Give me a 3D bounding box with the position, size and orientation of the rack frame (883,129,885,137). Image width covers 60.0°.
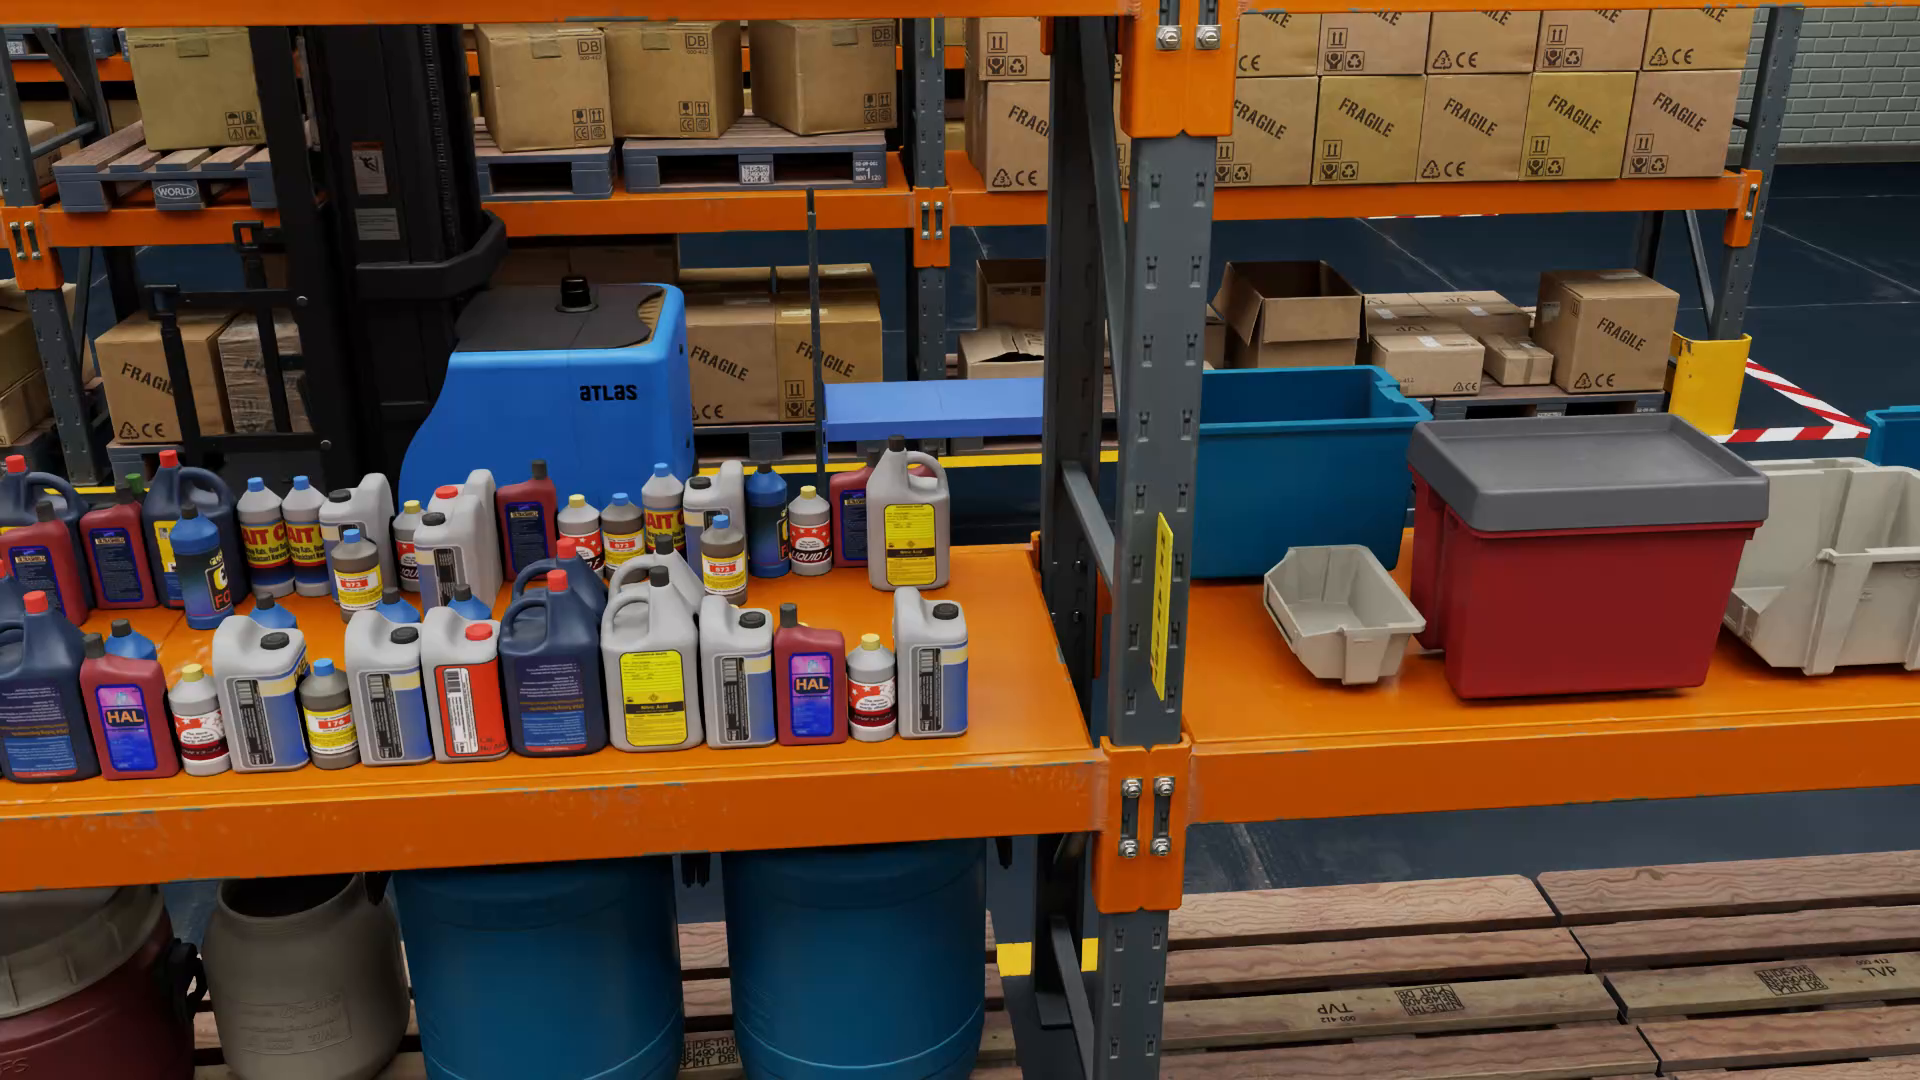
[{"bbox_3d":[-0.670,-3.981,12.513,0.127,3.000,1.000,-2,24,-5],"label":"rack frame"}]

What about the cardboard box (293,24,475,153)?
[{"bbox_3d":[-2.615,-2.087,7.612,0.500,0.500,0.700,2,24,5],"label":"cardboard box"}]

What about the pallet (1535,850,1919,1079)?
[{"bbox_3d":[2.249,1.203,4.284,1.213,0.211,1.003,-2,24,-5],"label":"pallet"}]

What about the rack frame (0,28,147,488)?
[{"bbox_3d":[-4.160,-1.819,7.650,0.127,3.000,1.000,-2,24,-5],"label":"rack frame"}]

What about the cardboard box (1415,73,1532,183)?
[{"bbox_3d":[2.370,-2.016,7.970,0.500,0.500,0.500,-2,24,-5],"label":"cardboard box"}]

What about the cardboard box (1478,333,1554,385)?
[{"bbox_3d":[2.873,-0.944,8.627,0.250,0.166,0.380,-2,24,-5],"label":"cardboard box"}]

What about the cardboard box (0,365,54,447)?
[{"bbox_3d":[-4.659,-0.635,7.854,0.500,0.250,0.500,-2,24,-4],"label":"cardboard box"}]

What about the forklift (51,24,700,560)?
[{"bbox_3d":[-2.635,-1.218,6.382,3.031,2.935,1.130,-2,24,-4],"label":"forklift"}]

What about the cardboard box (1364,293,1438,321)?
[{"bbox_3d":[2.238,-1.136,8.957,0.500,0.250,0.500,-2,24,-5],"label":"cardboard box"}]

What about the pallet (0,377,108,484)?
[{"bbox_3d":[-4.983,-0.528,8.178,1.213,0.211,1.003,-2,24,-5],"label":"pallet"}]

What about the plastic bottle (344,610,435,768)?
[{"bbox_3d":[-1.056,0.267,3.110,0.135,0.276,0.152,-2,24,-5],"label":"plastic bottle"}]

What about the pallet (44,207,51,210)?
[{"bbox_3d":[-6.639,-2.469,12.545,1.213,0.211,1.003,-2,24,-5],"label":"pallet"}]

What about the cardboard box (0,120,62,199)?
[{"bbox_3d":[-4.526,-1.782,7.675,0.500,0.311,0.500,-1,24,-2],"label":"cardboard box"}]

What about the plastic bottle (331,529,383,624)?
[{"bbox_3d":[-1.315,0.075,3.634,0.097,0.201,0.097,0,24,0],"label":"plastic bottle"}]

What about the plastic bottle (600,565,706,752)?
[{"bbox_3d":[-0.578,0.215,3.134,0.185,0.351,0.144,-2,24,-5],"label":"plastic bottle"}]

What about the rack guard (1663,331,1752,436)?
[{"bbox_3d":[3.726,-0.993,8.869,0.348,0.500,1.175,-2,24,-5],"label":"rack guard"}]

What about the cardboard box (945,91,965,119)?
[{"bbox_3d":[-0.079,-3.390,12.945,0.250,0.149,0.380,-2,24,-5],"label":"cardboard box"}]

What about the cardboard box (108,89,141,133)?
[{"bbox_3d":[-5.935,-3.175,12.314,0.500,0.250,0.500,-2,24,-4],"label":"cardboard box"}]

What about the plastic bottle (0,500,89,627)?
[{"bbox_3d":[-1.980,0.053,3.581,0.133,0.283,0.061,-2,24,-5],"label":"plastic bottle"}]

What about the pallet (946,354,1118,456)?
[{"bbox_3d":[0.505,-0.731,8.636,1.213,0.211,1.003,-2,24,-5],"label":"pallet"}]

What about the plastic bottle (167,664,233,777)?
[{"bbox_3d":[-1.399,0.326,3.069,0.097,0.201,0.097,0,24,0],"label":"plastic bottle"}]

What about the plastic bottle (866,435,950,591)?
[{"bbox_3d":[-0.118,-0.069,3.774,0.185,0.351,0.144,-2,24,-5],"label":"plastic bottle"}]

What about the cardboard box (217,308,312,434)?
[{"bbox_3d":[-3.158,-0.804,7.901,0.500,0.500,0.500,-3,24,-7],"label":"cardboard box"}]

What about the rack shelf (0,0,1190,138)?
[{"bbox_3d":[-1.686,-0.939,2.861,4.000,0.370,1.077,-2,24,-5],"label":"rack shelf"}]

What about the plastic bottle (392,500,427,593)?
[{"bbox_3d":[-1.233,0.009,3.781,0.097,0.201,0.097,0,24,0],"label":"plastic bottle"}]

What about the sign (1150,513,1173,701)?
[{"bbox_3d":[0.356,0.119,2.947,0.005,0.325,0.100,-2,24,-5],"label":"sign"}]

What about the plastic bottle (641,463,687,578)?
[{"bbox_3d":[-0.676,-0.045,3.817,0.097,0.271,0.097,0,24,0],"label":"plastic bottle"}]

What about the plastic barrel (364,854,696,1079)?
[{"bbox_3d":[-0.944,0.834,3.748,0.708,0.901,0.600,-2,24,-5],"label":"plastic barrel"}]

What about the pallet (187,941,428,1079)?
[{"bbox_3d":[-1.685,1.362,3.927,1.213,0.211,1.003,-2,24,-5],"label":"pallet"}]

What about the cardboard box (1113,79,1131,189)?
[{"bbox_3d":[0.864,-1.956,7.835,0.500,0.500,0.500,-2,24,-4],"label":"cardboard box"}]

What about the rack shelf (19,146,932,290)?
[{"bbox_3d":[-2.169,-1.570,7.975,4.000,0.370,1.077,-2,24,-5],"label":"rack shelf"}]

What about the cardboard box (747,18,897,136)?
[{"bbox_3d":[-0.672,-2.288,8.064,0.500,0.500,0.700,-11,26,-23],"label":"cardboard box"}]

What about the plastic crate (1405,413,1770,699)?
[{"bbox_3d":[1.217,0.033,3.331,0.583,0.464,0.402,-2,24,-5],"label":"plastic crate"}]

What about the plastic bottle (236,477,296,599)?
[{"bbox_3d":[-1.561,-0.010,3.737,0.097,0.271,0.097,0,24,0],"label":"plastic bottle"}]

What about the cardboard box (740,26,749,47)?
[{"bbox_3d":[-1.489,-3.736,12.246,0.250,0.149,0.380,-2,24,-3],"label":"cardboard box"}]

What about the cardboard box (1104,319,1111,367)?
[{"bbox_3d":[0.727,-1.054,8.896,0.250,0.149,0.380,-2,24,-5],"label":"cardboard box"}]

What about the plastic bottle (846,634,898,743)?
[{"bbox_3d":[-0.169,0.276,3.180,0.097,0.201,0.097,0,24,0],"label":"plastic bottle"}]

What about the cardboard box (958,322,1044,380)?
[{"bbox_3d":[0.260,-0.880,8.307,0.500,0.311,0.500,-2,24,-5],"label":"cardboard box"}]

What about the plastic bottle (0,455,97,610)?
[{"bbox_3d":[-2.016,-0.018,3.658,0.185,0.351,0.144,-2,24,-5],"label":"plastic bottle"}]

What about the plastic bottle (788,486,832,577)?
[{"bbox_3d":[-0.348,-0.026,3.861,0.097,0.201,0.097,0,24,0],"label":"plastic bottle"}]

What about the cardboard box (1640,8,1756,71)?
[{"bbox_3d":[3.386,-2.512,7.855,0.500,0.500,0.500,-3,24,-6],"label":"cardboard box"}]

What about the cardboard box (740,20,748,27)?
[{"bbox_3d":[-1.611,-4.027,12.103,0.500,0.500,0.500,-2,24,-5],"label":"cardboard box"}]

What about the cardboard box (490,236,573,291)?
[{"bbox_3d":[-2.179,-1.399,8.318,0.500,0.250,0.500,-3,24,-6],"label":"cardboard box"}]

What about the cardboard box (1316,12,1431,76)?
[{"bbox_3d":[1.857,-2.449,7.712,0.500,0.500,0.500,-2,24,-4],"label":"cardboard box"}]

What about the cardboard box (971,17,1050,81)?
[{"bbox_3d":[0.318,-2.386,7.572,0.500,0.500,0.500,-2,24,-4],"label":"cardboard box"}]

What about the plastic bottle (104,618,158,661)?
[{"bbox_3d":[-1.538,0.274,3.098,0.097,0.271,0.097,0,24,0],"label":"plastic bottle"}]

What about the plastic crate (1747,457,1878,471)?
[{"bbox_3d":[2.008,-0.074,3.975,0.466,0.136,0.293,-2,24,-5],"label":"plastic crate"}]

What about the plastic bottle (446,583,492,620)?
[{"bbox_3d":[-0.952,0.214,3.235,0.097,0.271,0.097,0,24,0],"label":"plastic bottle"}]

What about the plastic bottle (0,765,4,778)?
[{"bbox_3d":[-1.834,0.298,3.039,0.135,0.276,0.152,-2,24,-5],"label":"plastic bottle"}]

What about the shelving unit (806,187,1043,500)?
[{"bbox_3d":[-0.085,-0.682,6.938,1.048,1.500,0.538,-2,24,-5],"label":"shelving unit"}]

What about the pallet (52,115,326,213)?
[{"bbox_3d":[-3.492,-1.787,7.813,1.003,0.211,1.213,-2,24,-5],"label":"pallet"}]

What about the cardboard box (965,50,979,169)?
[{"bbox_3d":[0.293,-2.148,8.267,0.500,0.500,0.500,-2,24,-4],"label":"cardboard box"}]

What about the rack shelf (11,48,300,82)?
[{"bbox_3d":[-6.640,-3.413,12.121,4.000,0.370,1.077,-2,24,-5],"label":"rack shelf"}]

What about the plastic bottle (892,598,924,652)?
[{"bbox_3d":[-0.087,0.211,3.327,0.097,0.201,0.097,0,24,0],"label":"plastic bottle"}]

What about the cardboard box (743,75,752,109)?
[{"bbox_3d":[-1.304,-3.112,12.688,0.750,0.750,0.750,-2,24,-5],"label":"cardboard box"}]
